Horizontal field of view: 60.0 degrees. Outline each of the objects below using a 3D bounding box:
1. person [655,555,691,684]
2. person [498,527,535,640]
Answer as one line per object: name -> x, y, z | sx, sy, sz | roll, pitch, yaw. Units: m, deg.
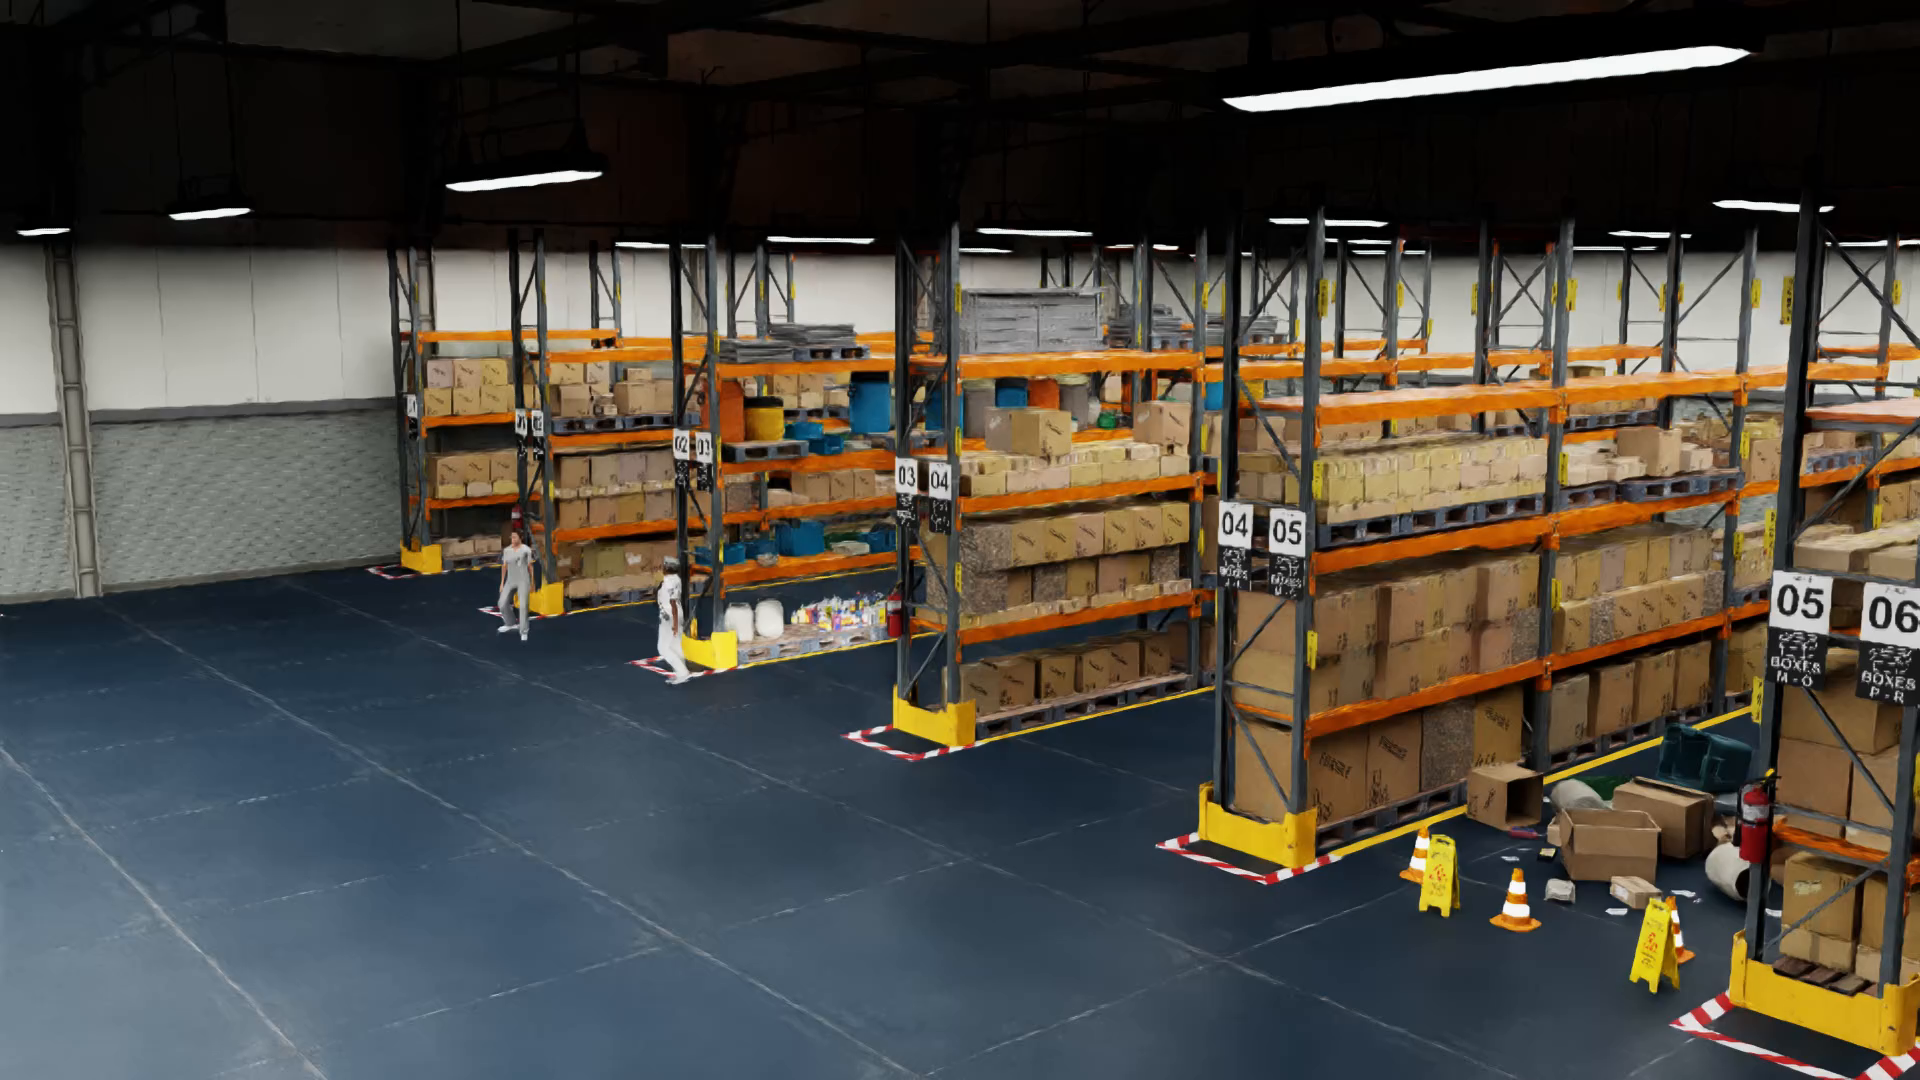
person -> -3.703, 1.042, 21.553 | 0.461, 1.667, 0.588 | 0, 9, 3
person -> -6.536, 0.617, 24.328 | 0.649, 1.665, 0.495 | 1, 9, 9
